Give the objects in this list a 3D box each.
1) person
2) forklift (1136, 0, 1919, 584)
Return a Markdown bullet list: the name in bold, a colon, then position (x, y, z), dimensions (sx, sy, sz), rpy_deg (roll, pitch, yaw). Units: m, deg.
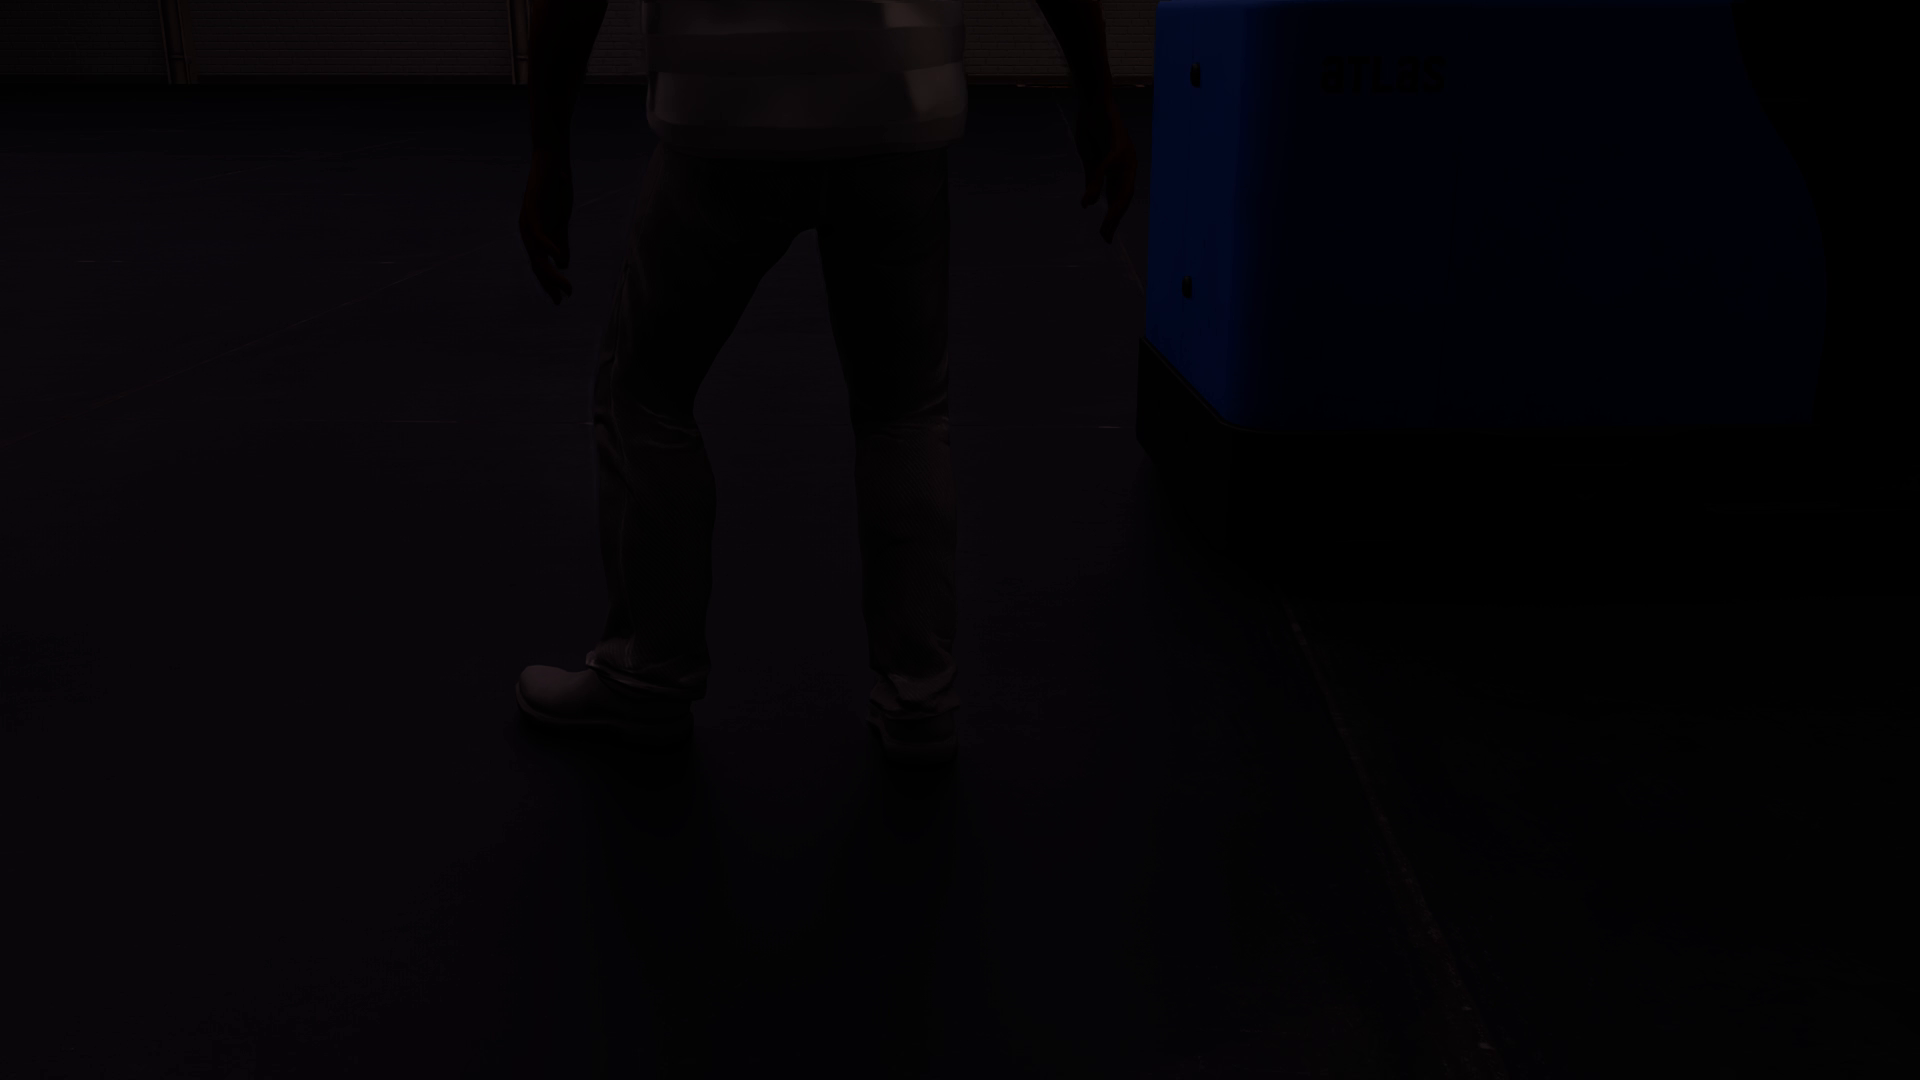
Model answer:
- **person**: position (-0.220, -0.550, 2.273), dimensions (0.897, 1.733, 0.473), rpy_deg (-3, 17, -9)
- **forklift**: position (1.952, -1.472, 3.169), dimensions (3.031, 2.935, 1.130), rpy_deg (-1, 17, -4)
